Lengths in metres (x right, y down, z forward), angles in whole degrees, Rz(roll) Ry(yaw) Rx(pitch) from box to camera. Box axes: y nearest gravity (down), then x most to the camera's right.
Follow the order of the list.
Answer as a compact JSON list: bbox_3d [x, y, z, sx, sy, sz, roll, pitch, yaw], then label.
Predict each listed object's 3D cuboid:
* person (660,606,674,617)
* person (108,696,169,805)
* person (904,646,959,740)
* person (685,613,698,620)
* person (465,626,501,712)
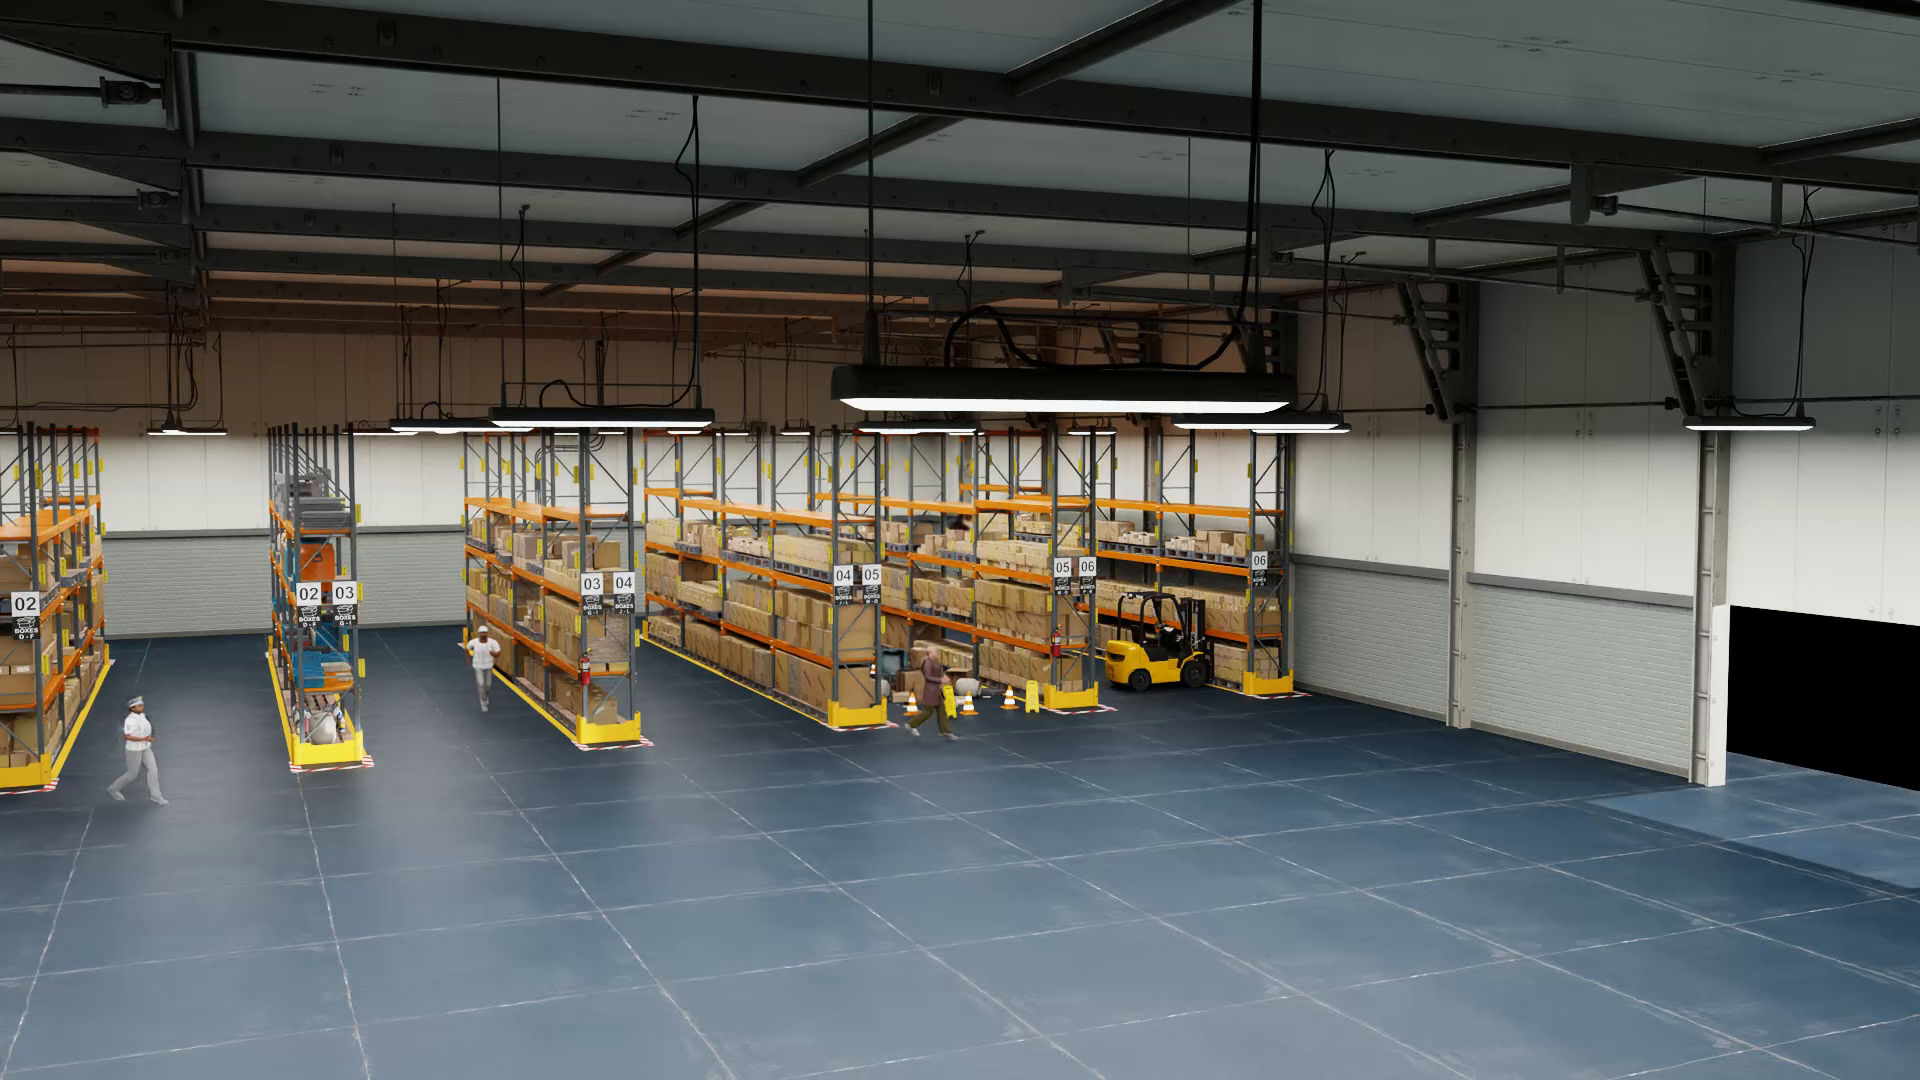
[{"bbox_3d":[-8.653,1.935,49.241,0.630,1.597,0.611,0,3,0],"label":"person"},{"bbox_3d":[-12.833,3.288,25.940,0.934,1.715,0.590,0,4,7],"label":"person"},{"bbox_3d":[-0.546,2.894,31.453,1.036,1.791,0.723,1,4,11],"label":"person"},{"bbox_3d":[-8.120,1.830,50.009,0.709,1.675,0.882,3,5,41],"label":"person"},{"bbox_3d":[-10.006,2.671,34.943,0.696,1.759,0.989,-1,4,-22],"label":"person"}]
